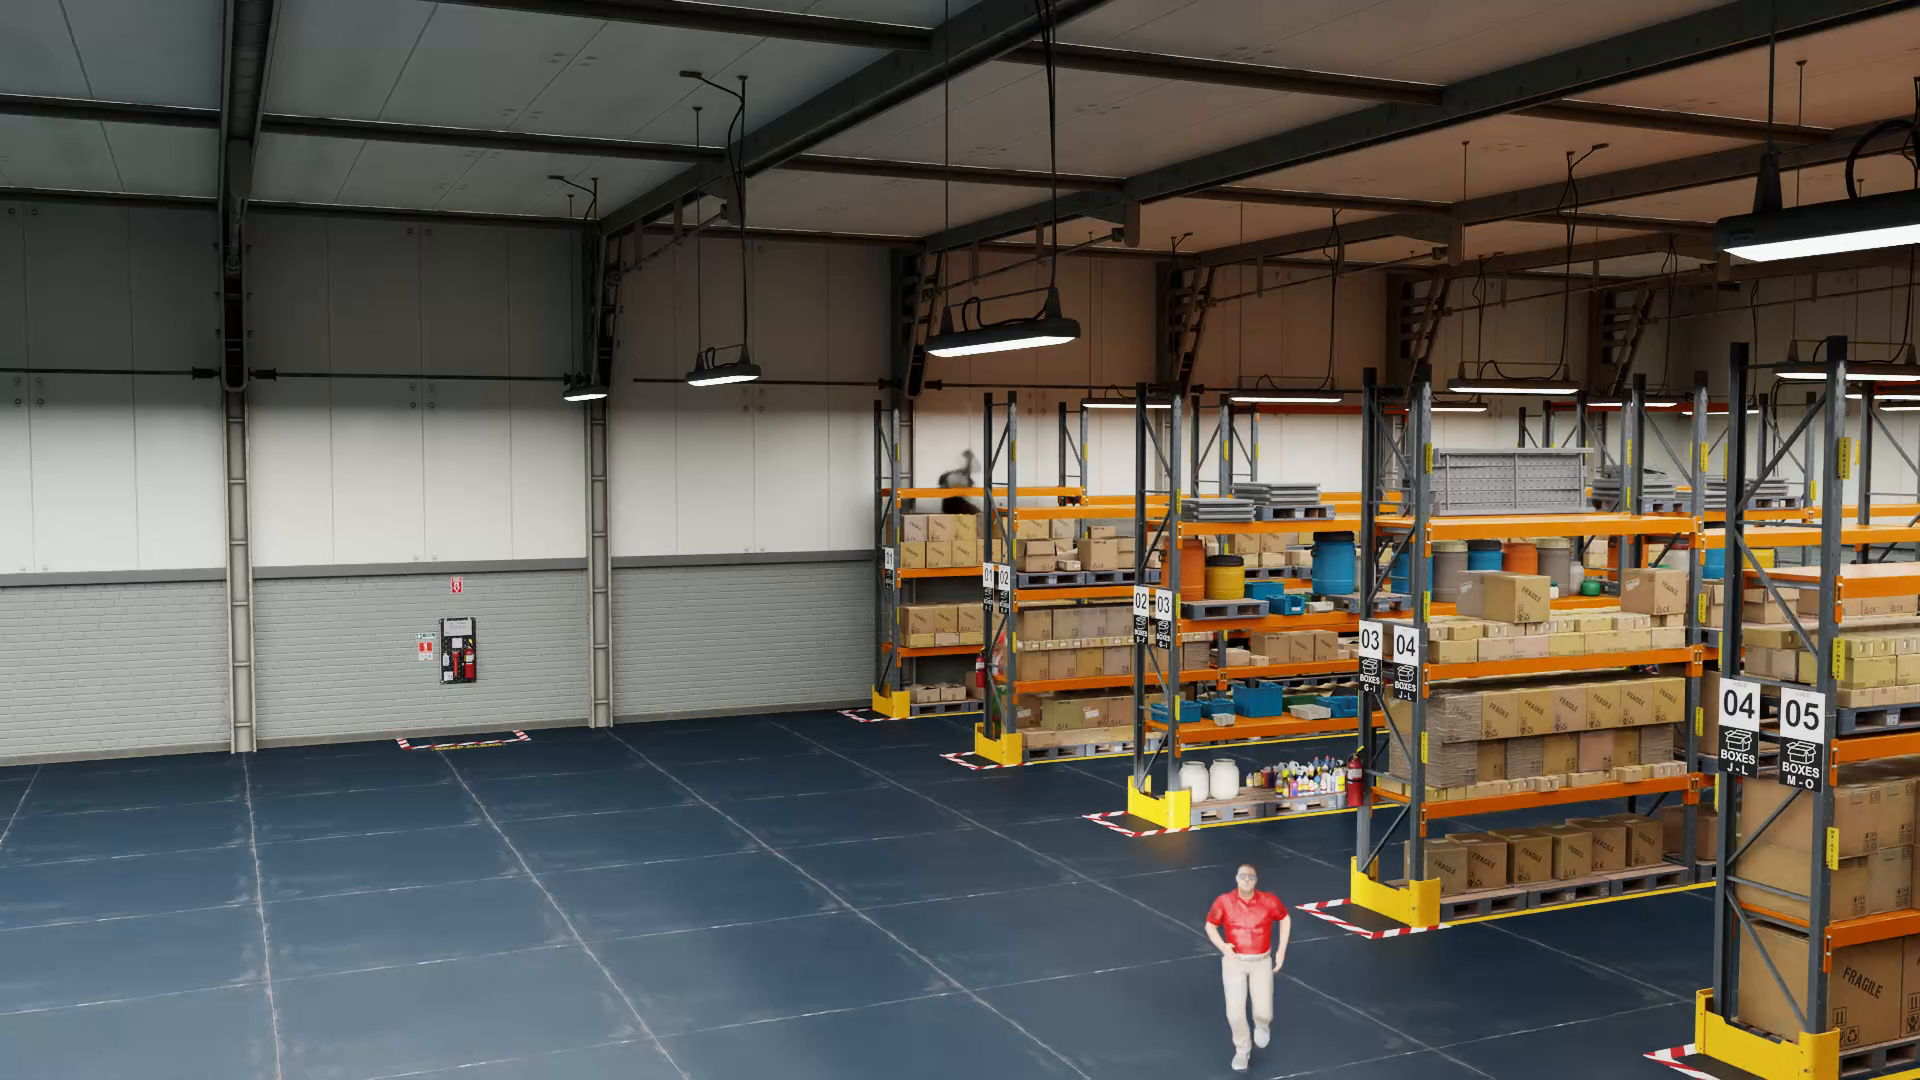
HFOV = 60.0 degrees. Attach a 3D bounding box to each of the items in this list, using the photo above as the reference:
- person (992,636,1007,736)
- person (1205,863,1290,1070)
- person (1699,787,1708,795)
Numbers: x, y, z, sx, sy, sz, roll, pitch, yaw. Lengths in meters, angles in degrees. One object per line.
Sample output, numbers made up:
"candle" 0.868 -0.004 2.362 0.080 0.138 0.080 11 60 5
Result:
"person" 0.739 2.550 29.200 0.633 1.748 0.686 -3 4 -40
"person" 2.380 3.522 13.765 0.705 1.692 0.604 1 3 9
"person" 10.720 2.987 24.012 0.663 1.592 0.566 -2 4 -33
